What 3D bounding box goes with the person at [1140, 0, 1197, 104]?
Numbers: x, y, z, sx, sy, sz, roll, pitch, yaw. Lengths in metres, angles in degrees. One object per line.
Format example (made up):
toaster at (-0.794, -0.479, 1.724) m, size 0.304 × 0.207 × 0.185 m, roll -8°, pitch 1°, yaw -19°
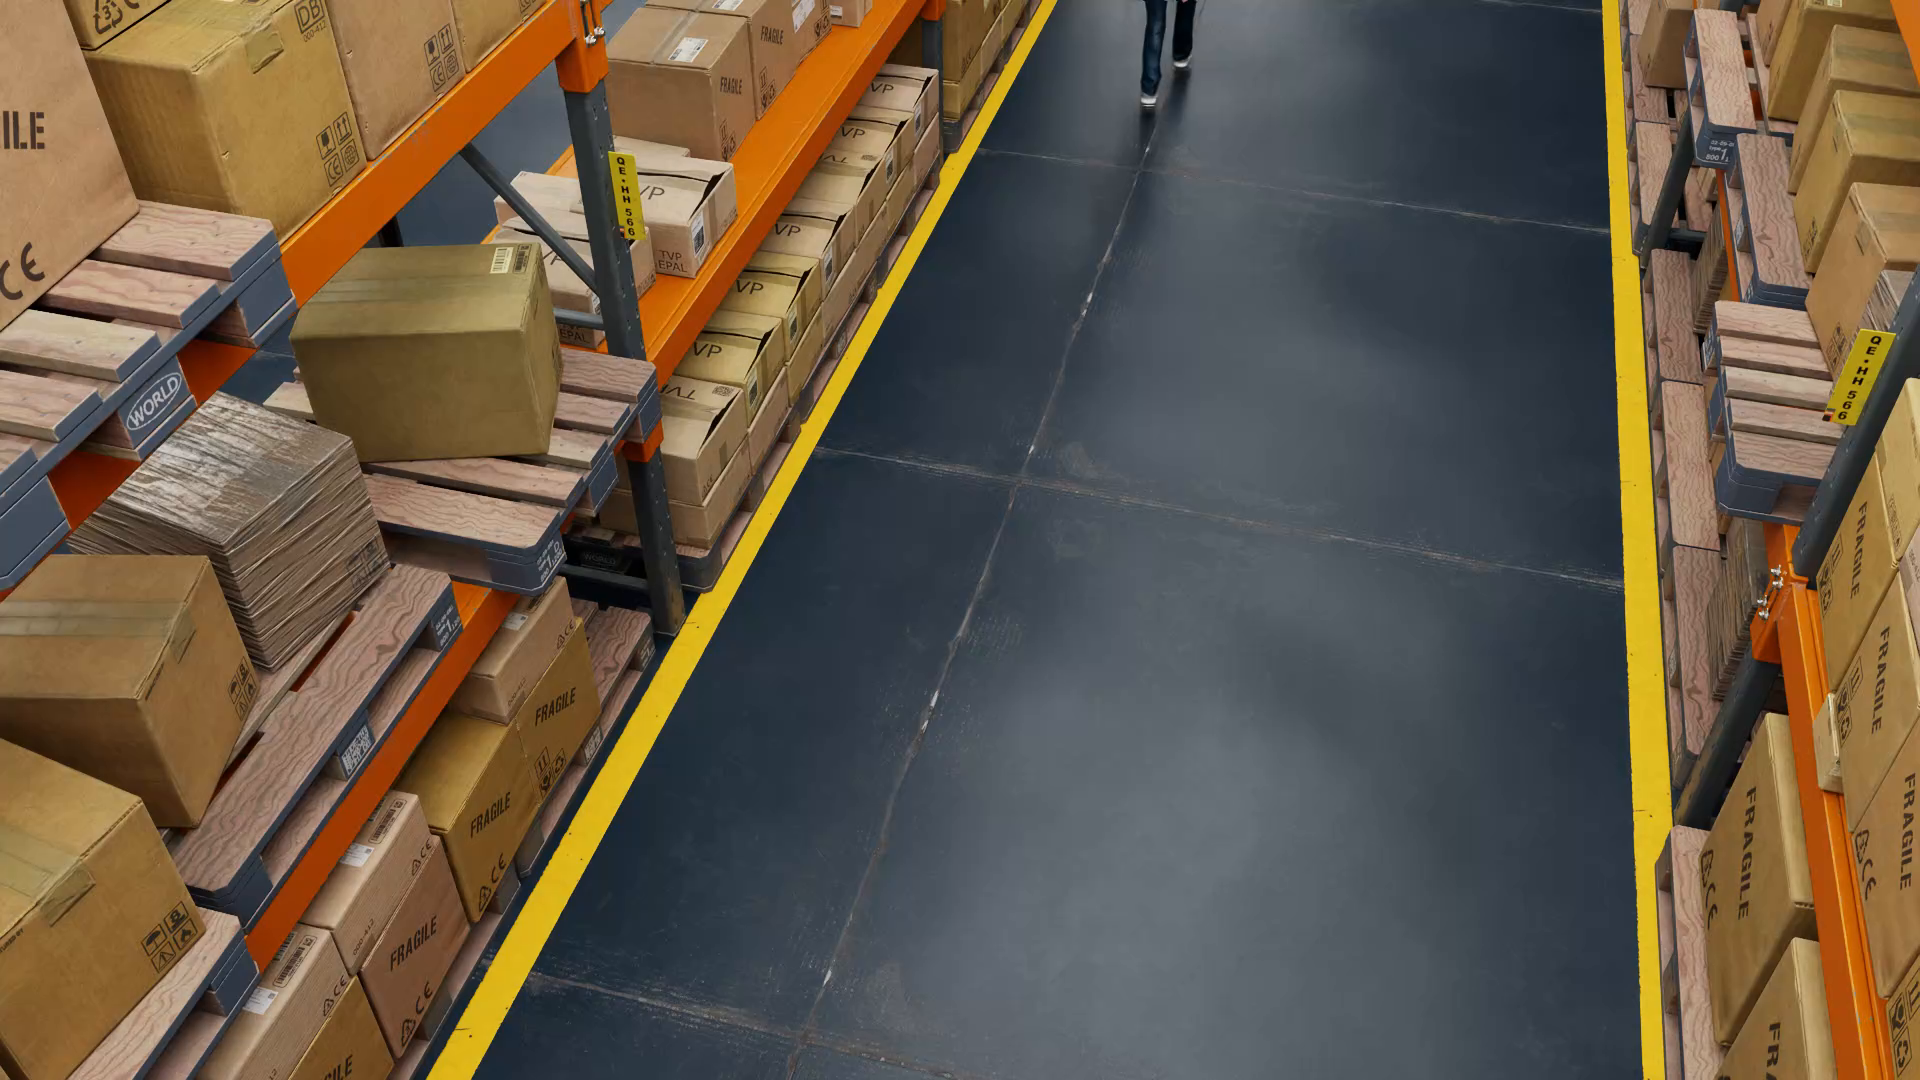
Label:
person at (1.297, -3.509, 10.109) m, size 0.405 × 1.535 × 0.957 m, roll 9°, pitch 42°, yaw 10°
